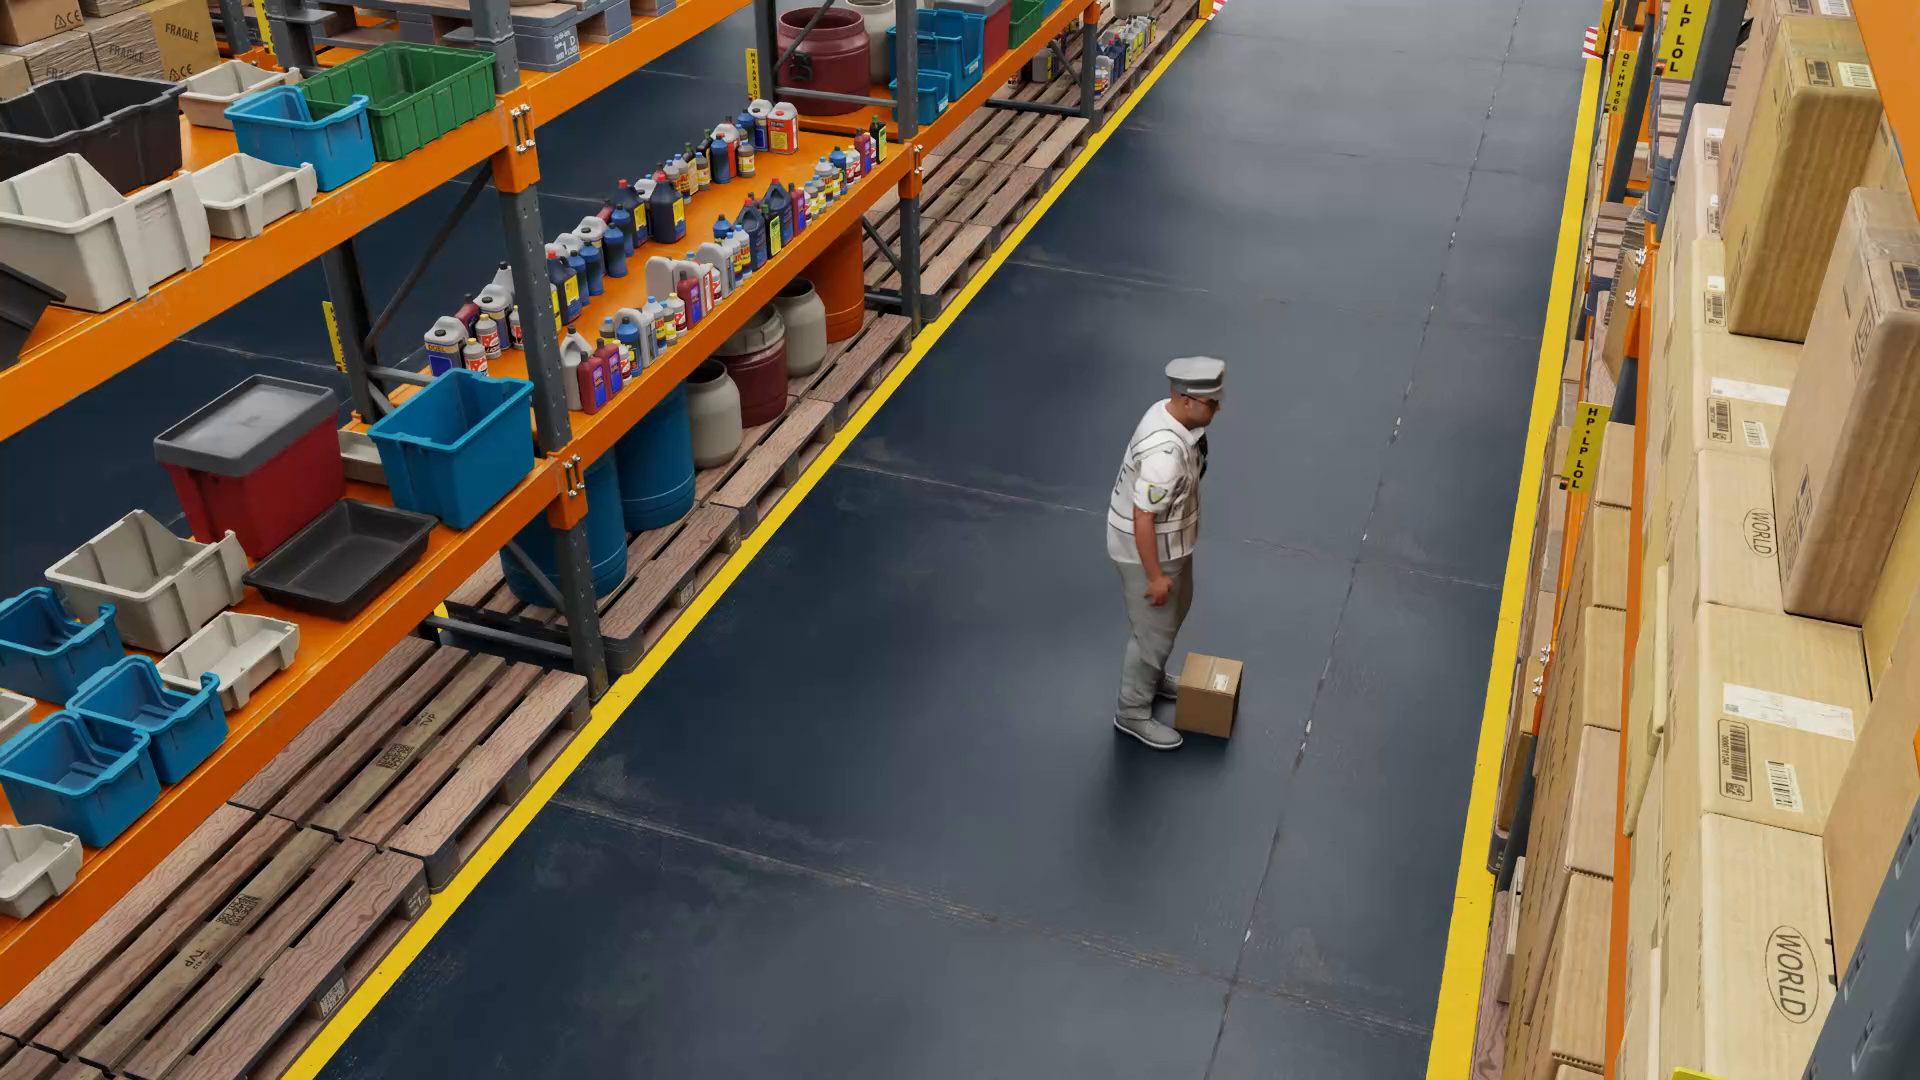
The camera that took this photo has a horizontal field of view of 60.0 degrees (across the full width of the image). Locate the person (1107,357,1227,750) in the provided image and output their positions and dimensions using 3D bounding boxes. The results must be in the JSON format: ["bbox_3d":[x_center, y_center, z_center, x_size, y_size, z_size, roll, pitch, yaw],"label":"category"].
[{"bbox_3d":[0.854,0.021,7.100,0.435,1.748,0.591,11,35,16],"label":"person"}]
